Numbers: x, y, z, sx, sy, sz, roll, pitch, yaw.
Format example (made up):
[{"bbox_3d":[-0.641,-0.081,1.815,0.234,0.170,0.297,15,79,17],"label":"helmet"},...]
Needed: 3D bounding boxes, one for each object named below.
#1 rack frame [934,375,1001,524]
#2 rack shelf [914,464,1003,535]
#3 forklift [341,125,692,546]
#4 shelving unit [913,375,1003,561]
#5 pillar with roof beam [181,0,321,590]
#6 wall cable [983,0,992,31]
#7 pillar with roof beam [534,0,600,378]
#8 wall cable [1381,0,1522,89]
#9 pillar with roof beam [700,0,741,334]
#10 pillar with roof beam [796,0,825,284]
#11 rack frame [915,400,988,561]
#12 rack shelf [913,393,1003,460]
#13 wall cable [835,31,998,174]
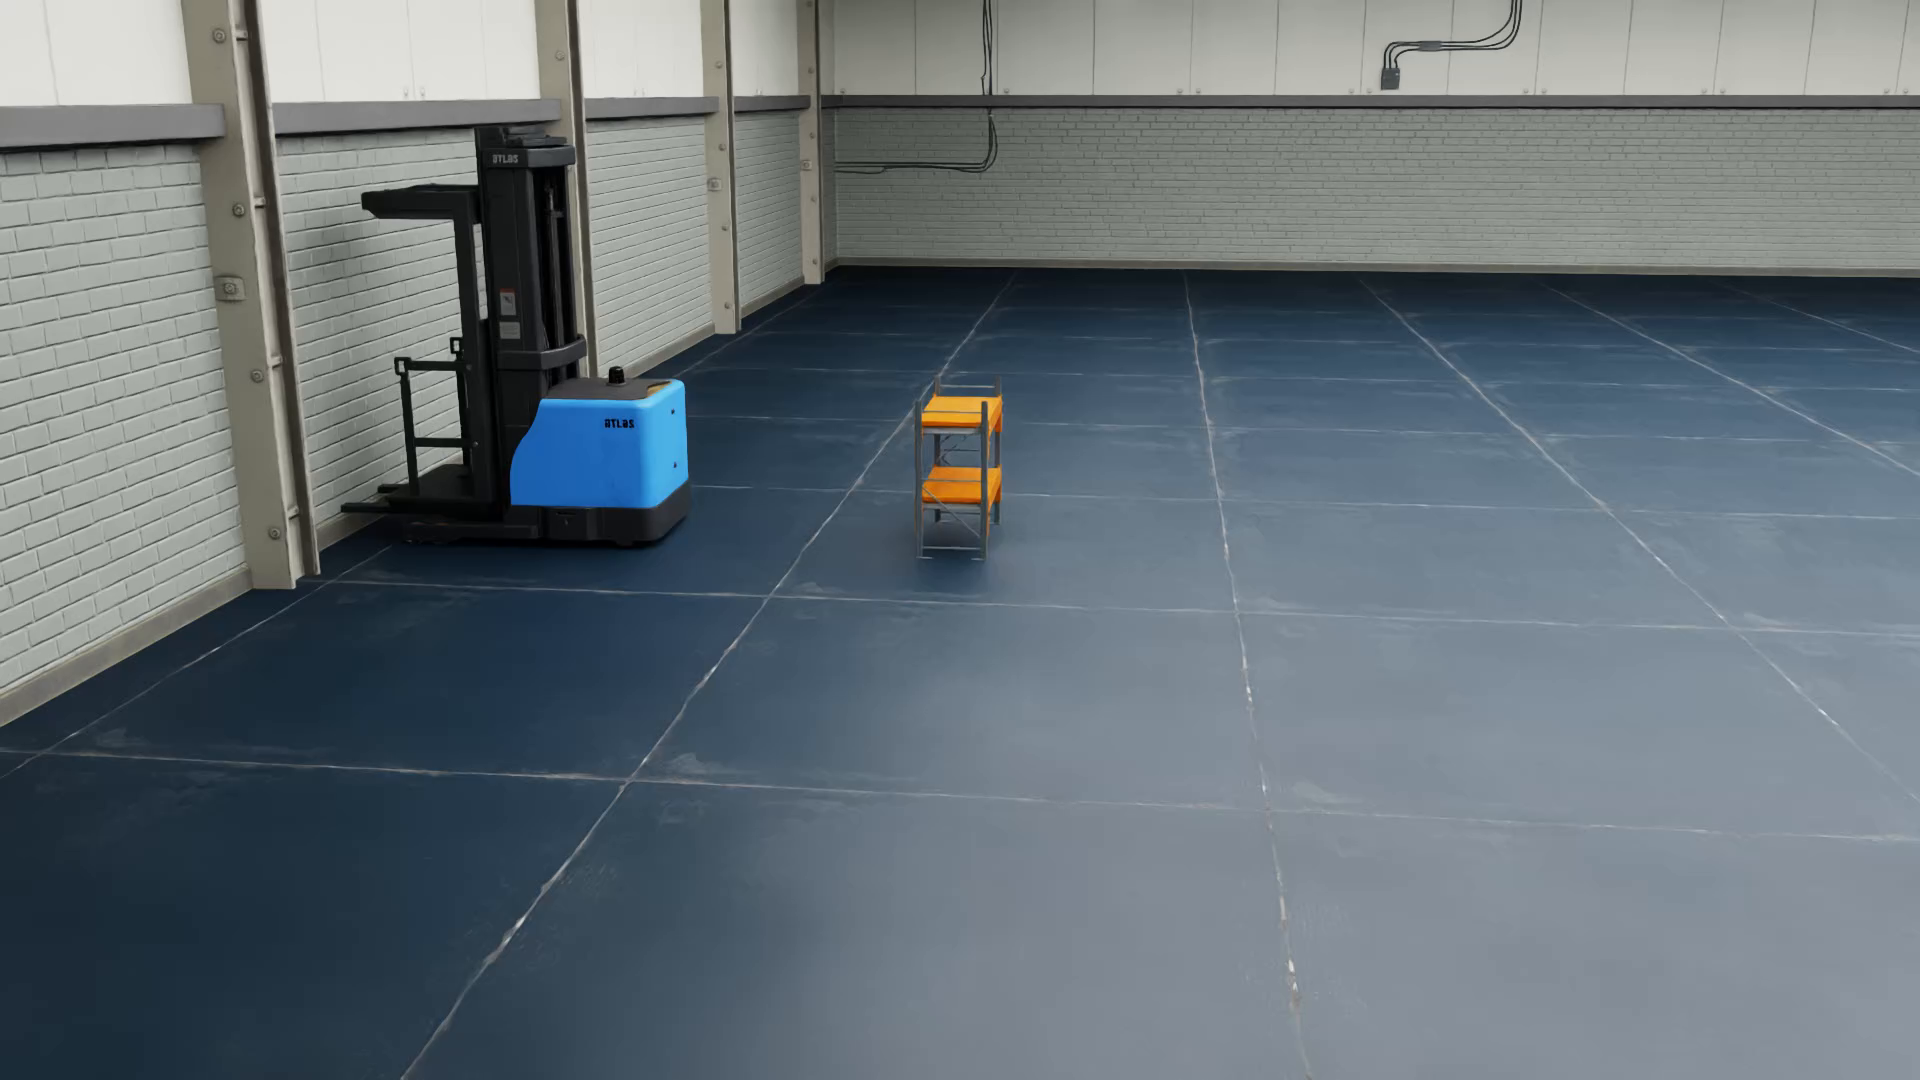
[{"bbox_3d":[0.057,-0.673,12.496,0.500,1.125,0.032,2,15,6],"label":"rack frame"},{"bbox_3d":[-0.001,-0.305,12.073,0.538,0.278,1.000,2,15,6],"label":"rack shelf"},{"bbox_3d":[-3.612,-1.511,12.136,3.031,2.935,1.130,2,15,6],"label":"forklift"},{"bbox_3d":[-0.001,-0.541,12.009,0.538,1.125,1.048,2,15,6],"label":"shelving unit"},{"bbox_3d":[-0.253,-3.947,9.518,9.100,9.000,0.400,2,15,6],"label":"pillar with roof beam"},{"bbox_3d":[1.835,-10.326,29.385,3.097,2.526,0.112,2,15,6],"label":"wall cable"},{"bbox_3d":[0.424,-5.503,15.273,9.100,9.000,0.400,2,15,6],"label":"pillar with roof beam"},{"bbox_3d":[8.578,-10.825,28.440,2.305,6.003,0.169,2,15,6],"label":"wall cable"},{"bbox_3d":[1.101,-7.059,21.028,9.100,9.000,0.400,2,15,6],"label":"pillar with roof beam"},{"bbox_3d":[1.778,-8.615,26.783,9.100,9.000,0.400,2,15,6],"label":"pillar with roof beam"},{"bbox_3d":[-0.058,-0.409,11.521,0.500,1.125,0.032,2,15,6],"label":"rack frame"},{"bbox_3d":[-0.001,-0.824,11.932,0.538,0.278,1.000,2,15,6],"label":"rack shelf"},{"bbox_3d":[-0.853,-7.968,30.339,3.097,2.526,0.112,2,15,6],"label":"wall cable"}]
